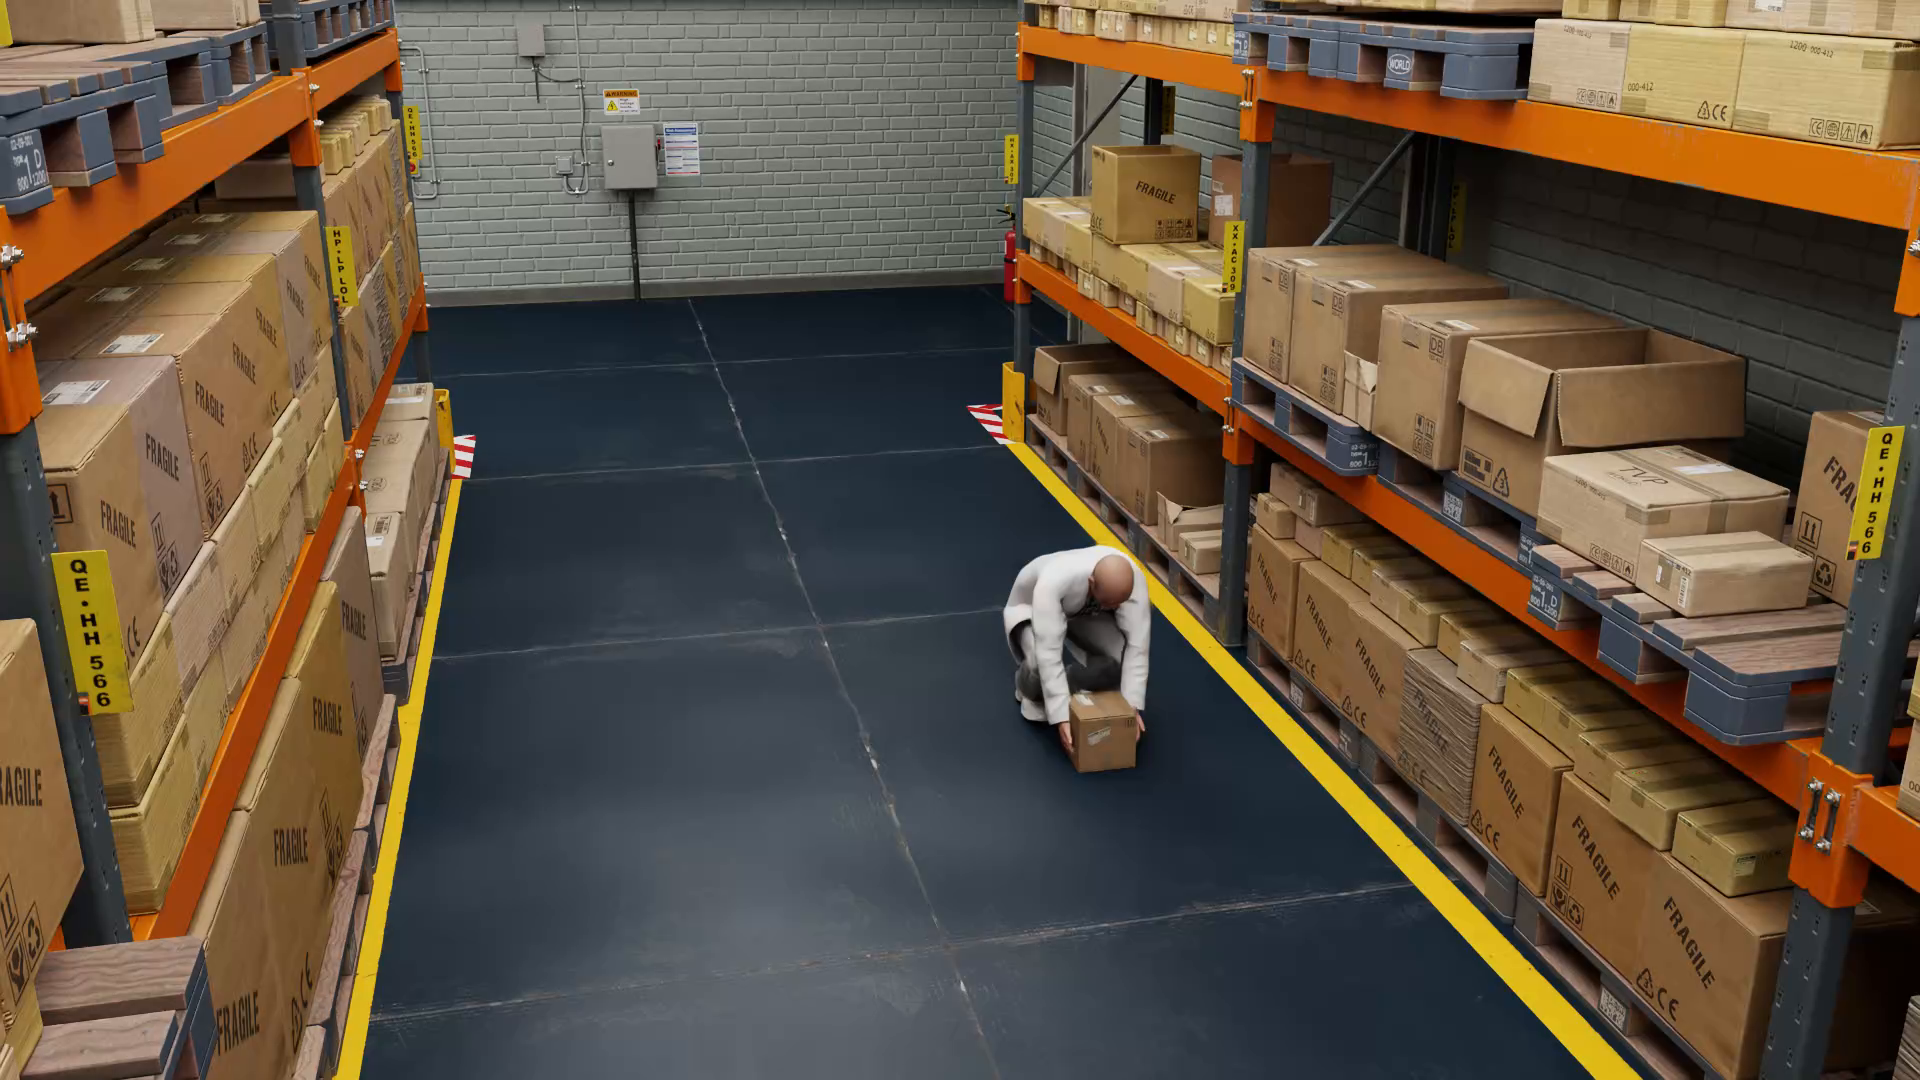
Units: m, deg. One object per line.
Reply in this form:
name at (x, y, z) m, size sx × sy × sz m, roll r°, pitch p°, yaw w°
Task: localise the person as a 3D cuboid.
person at (0.512, 0.404, 7.325) m, size 0.601 × 0.864 × 0.911 m, roll -5°, pitch 20°, yaw -13°
